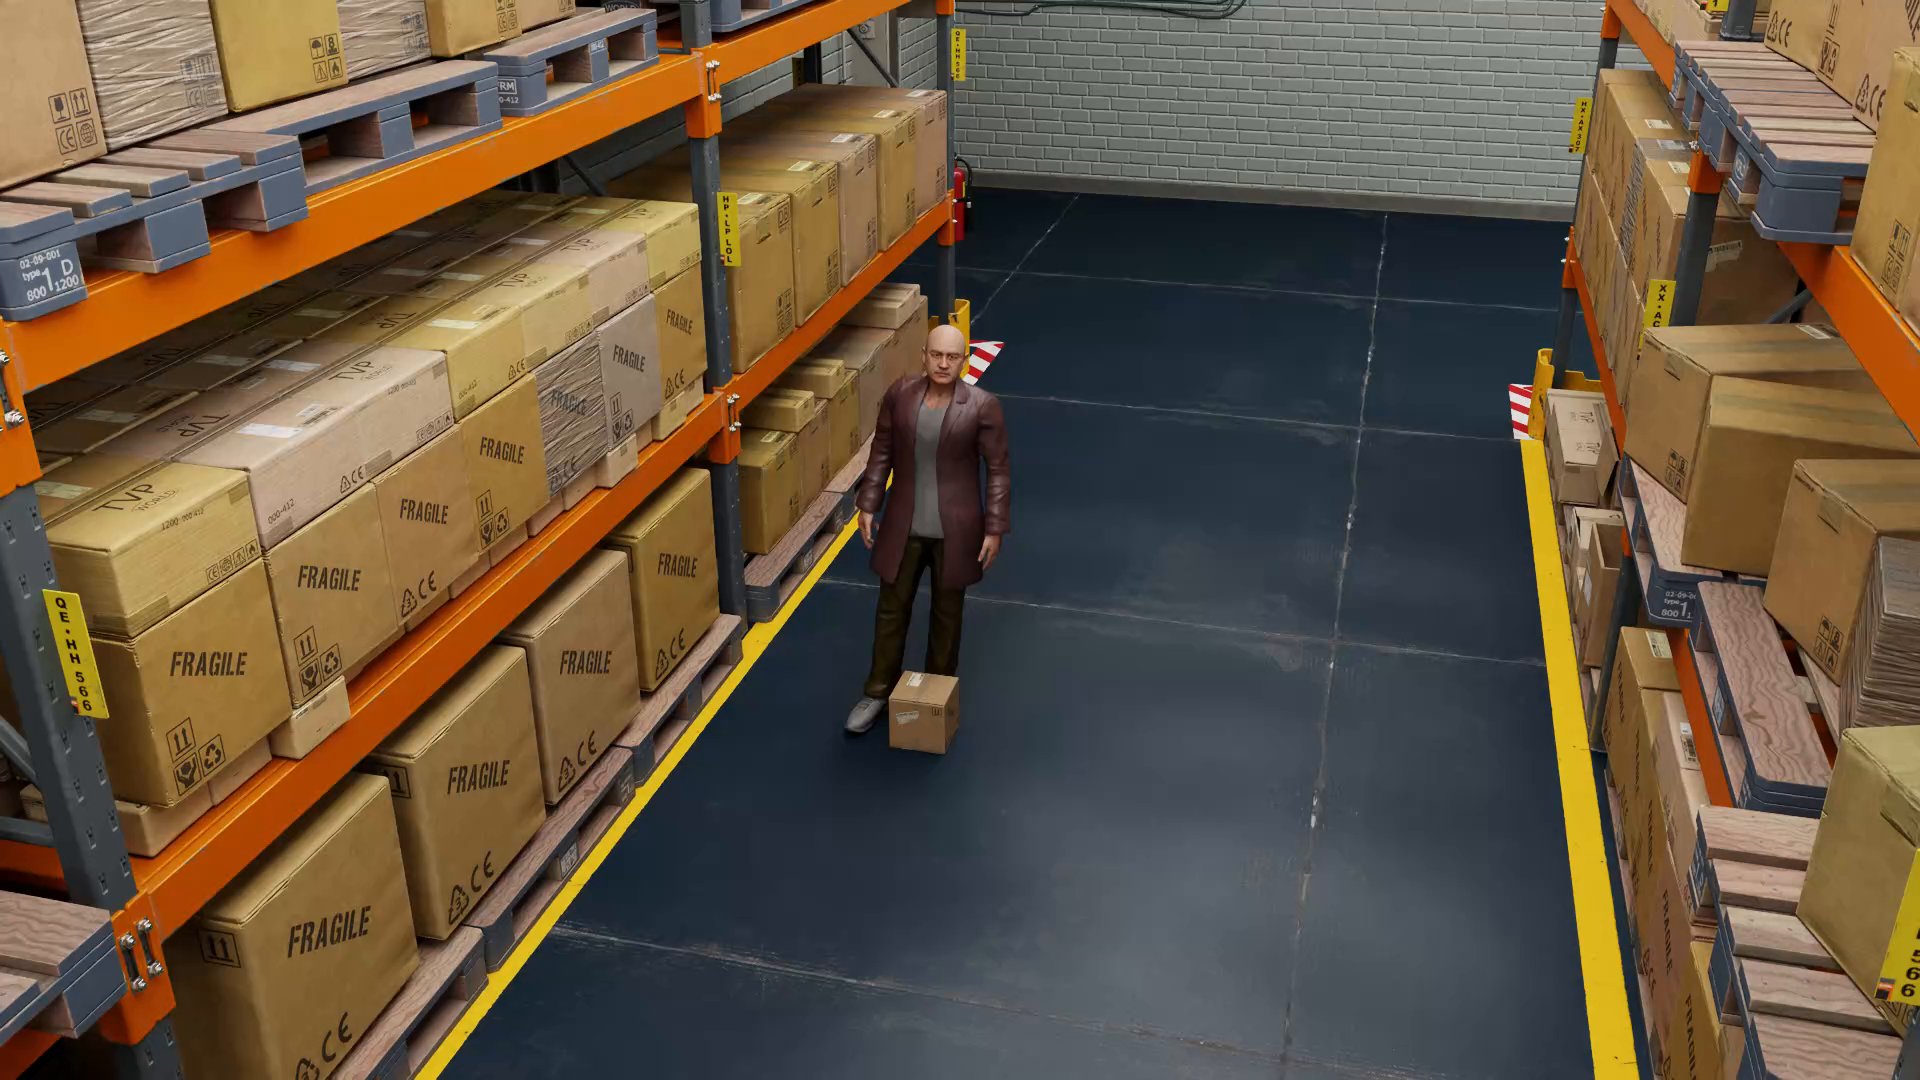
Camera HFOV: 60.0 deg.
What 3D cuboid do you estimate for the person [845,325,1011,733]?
[{"bbox_3d":[-0.139,-0.021,7.149,0.697,1.779,0.579,6,26,14],"label":"person"}]
